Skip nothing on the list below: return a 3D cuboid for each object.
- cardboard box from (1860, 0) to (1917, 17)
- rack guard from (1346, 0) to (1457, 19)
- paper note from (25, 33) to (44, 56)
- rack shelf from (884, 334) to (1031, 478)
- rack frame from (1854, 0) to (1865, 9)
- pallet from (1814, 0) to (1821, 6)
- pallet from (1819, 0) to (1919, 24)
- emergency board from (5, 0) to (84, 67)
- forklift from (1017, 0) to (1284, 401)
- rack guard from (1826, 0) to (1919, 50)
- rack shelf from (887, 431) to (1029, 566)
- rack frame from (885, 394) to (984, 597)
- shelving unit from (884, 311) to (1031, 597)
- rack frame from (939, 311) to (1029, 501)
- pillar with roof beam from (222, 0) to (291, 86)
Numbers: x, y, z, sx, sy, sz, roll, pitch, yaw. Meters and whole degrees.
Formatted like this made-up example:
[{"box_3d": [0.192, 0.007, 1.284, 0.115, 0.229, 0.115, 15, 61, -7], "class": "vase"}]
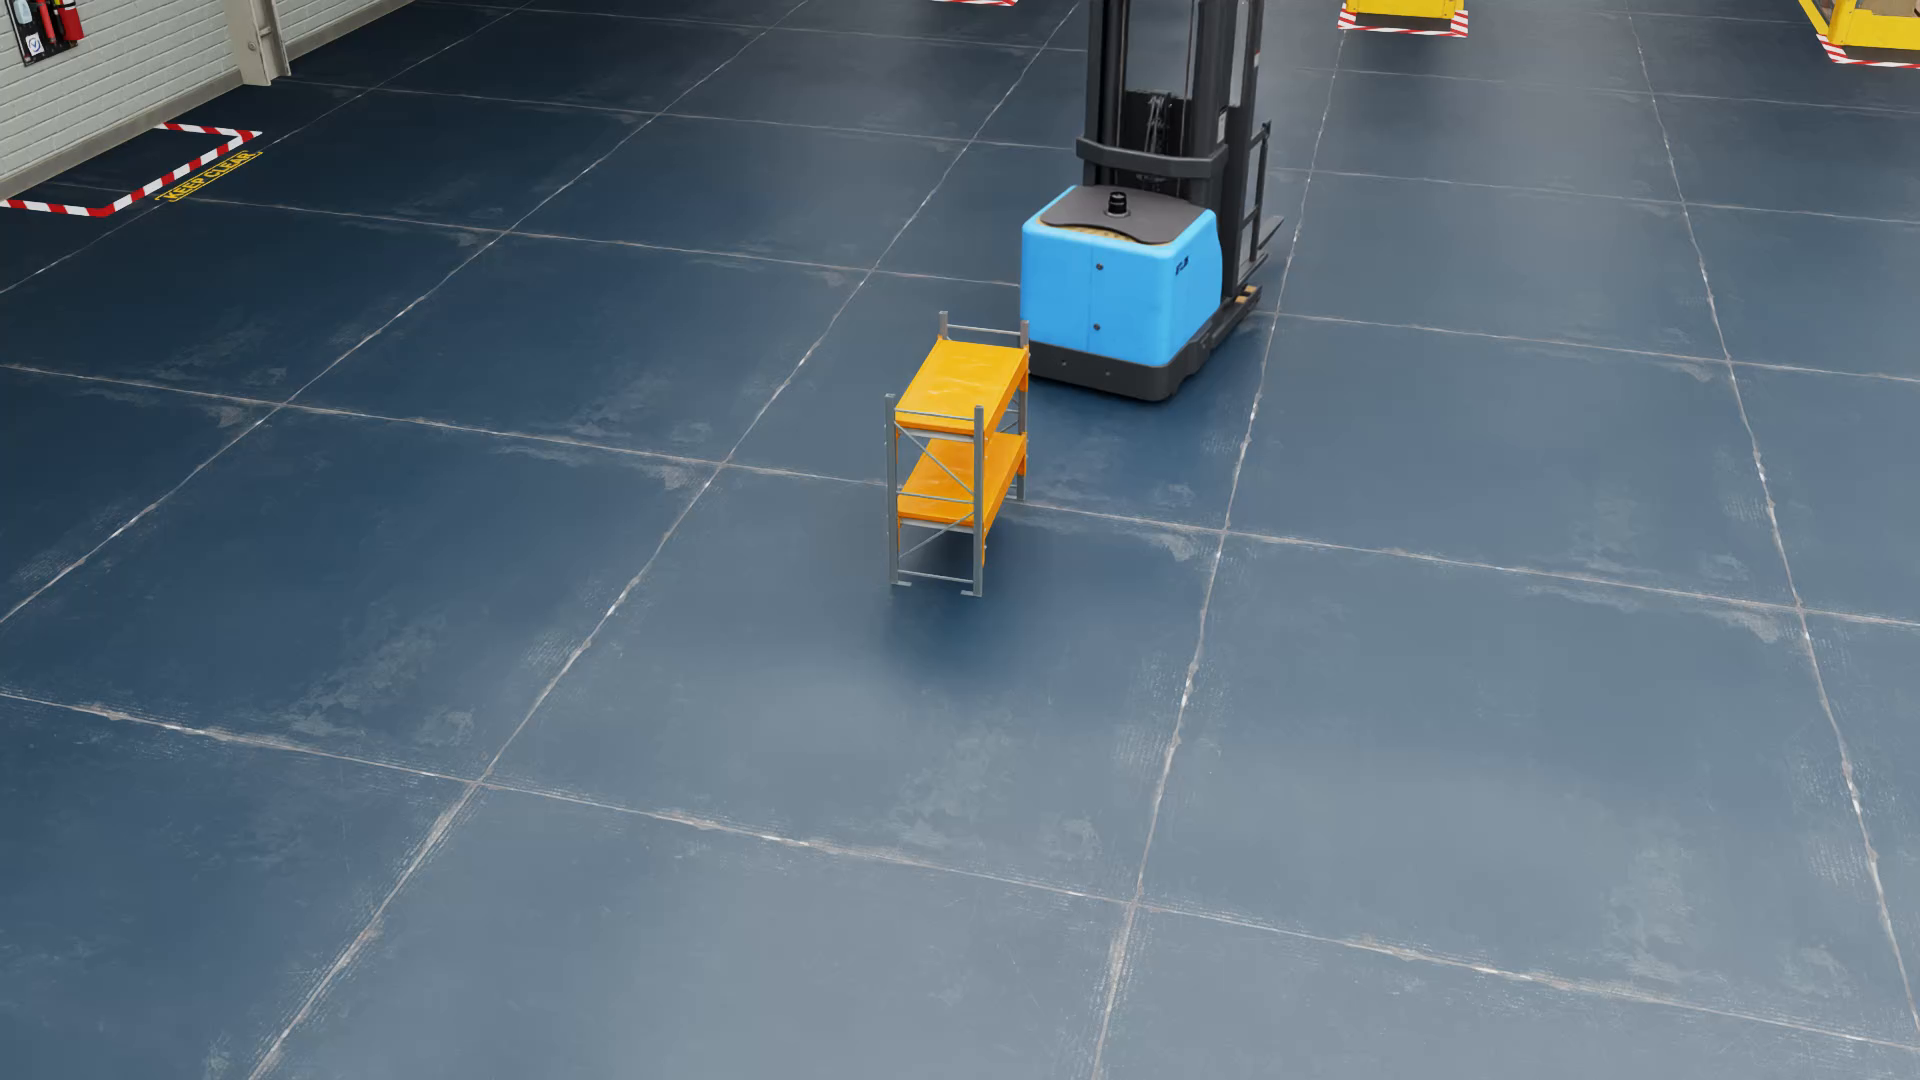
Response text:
[{"box_3d": [9.884, -5.869, 17.625, 0.500, 0.500, 0.500, 14, 35, 21], "class": "cardboard box"}, {"box_3d": [4.893, -6.090, 18.364, 1.175, 0.500, 0.348, 8, 33, 12], "class": "rack guard"}, {"box_3d": [-7.621, -4.084, 13.700, 0.016, 0.148, 0.142, 8, 33, 12], "class": "paper note"}, {"box_3d": [0.002, -0.725, 8.797, 0.538, 0.278, 1.000, 8, 33, 12], "class": "rack shelf"}, {"box_3d": [9.710, -6.425, 16.561, 1.000, 3.000, 0.127, 8, 33, 12], "class": "rack frame"}, {"box_3d": [10.281, -6.336, 19.019, 1.003, 0.211, 1.213, 8, 33, 12], "class": "pallet"}, {"box_3d": [9.969, -5.704, 18.026, 1.003, 0.211, 1.213, 8, 33, 12], "class": "pallet"}, {"box_3d": [-7.510, -4.538, 13.593, 0.194, 1.169, 0.643, 8, 33, 12], "class": "emergency board"}, {"box_3d": [1.492, -2.884, 11.055, 1.130, 2.935, 3.031, 15, 36, 23], "class": "forklift"}, {"box_3d": [9.729, -5.410, 17.293, 1.175, 0.500, 0.348, 8, 33, 12], "class": "rack guard"}, {"box_3d": [0.002, -0.272, 9.085, 0.538, 0.278, 1.000, 8, 33, 12], "class": "rack shelf"}, {"box_3d": [-0.127, -0.214, 8.539, 0.500, 1.125, 0.032, 8, 33, 12], "class": "rack frame"}, {"box_3d": [0.002, -0.478, 8.954, 0.538, 1.125, 1.048, 8, 33, 12], "class": "shelving unit"}, {"box_3d": [0.131, -0.742, 9.369, 0.500, 1.125, 0.032, 8, 33, 12], "class": "rack frame"}, {"box_3d": [-2.681, -7.761, 13.071, 9.100, 9.000, 0.400, 8, 33, 12], "class": "pillar with roof beam"}]
